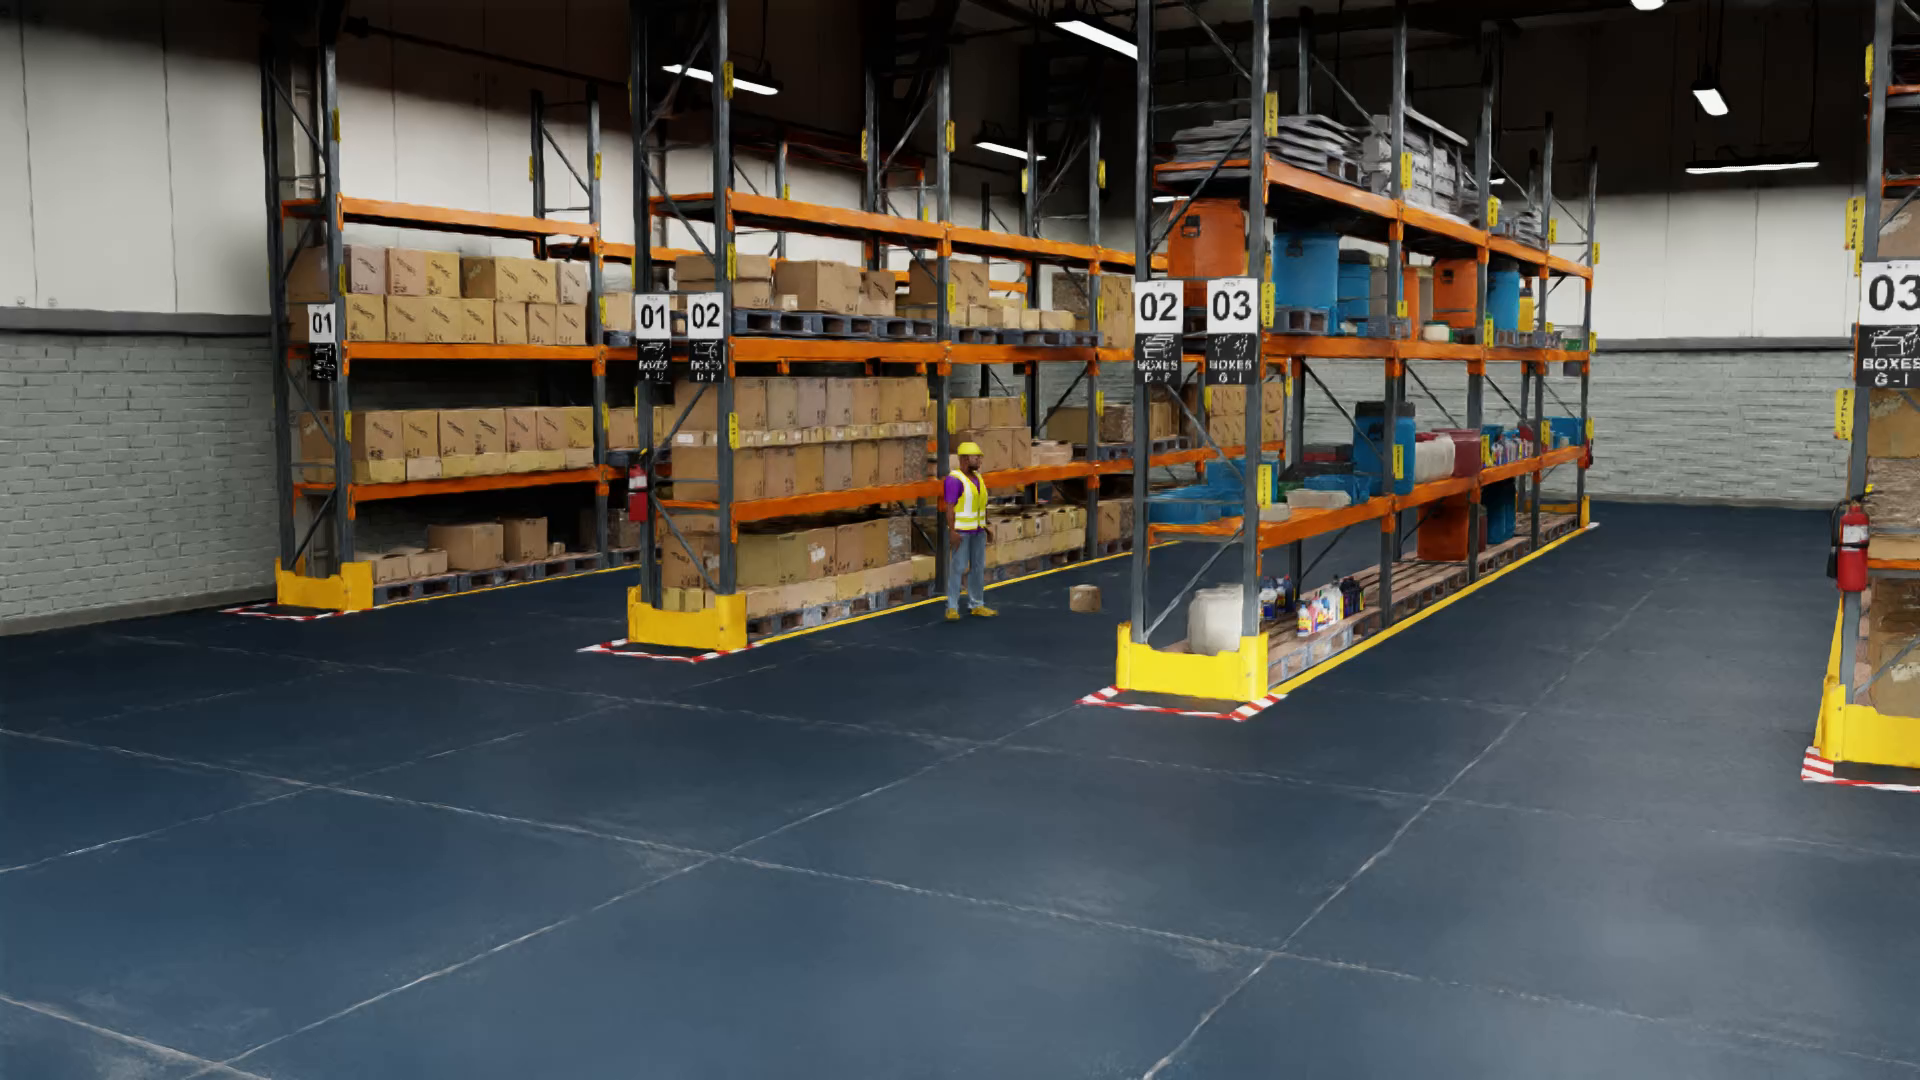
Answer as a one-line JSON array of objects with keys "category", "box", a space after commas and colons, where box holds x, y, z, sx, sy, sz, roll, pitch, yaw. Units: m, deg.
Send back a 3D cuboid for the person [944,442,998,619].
[{"category": "person", "box": [0.105, -0.102, 16.737, 0.419, 1.768, 0.631, 5, 8, 40]}]
